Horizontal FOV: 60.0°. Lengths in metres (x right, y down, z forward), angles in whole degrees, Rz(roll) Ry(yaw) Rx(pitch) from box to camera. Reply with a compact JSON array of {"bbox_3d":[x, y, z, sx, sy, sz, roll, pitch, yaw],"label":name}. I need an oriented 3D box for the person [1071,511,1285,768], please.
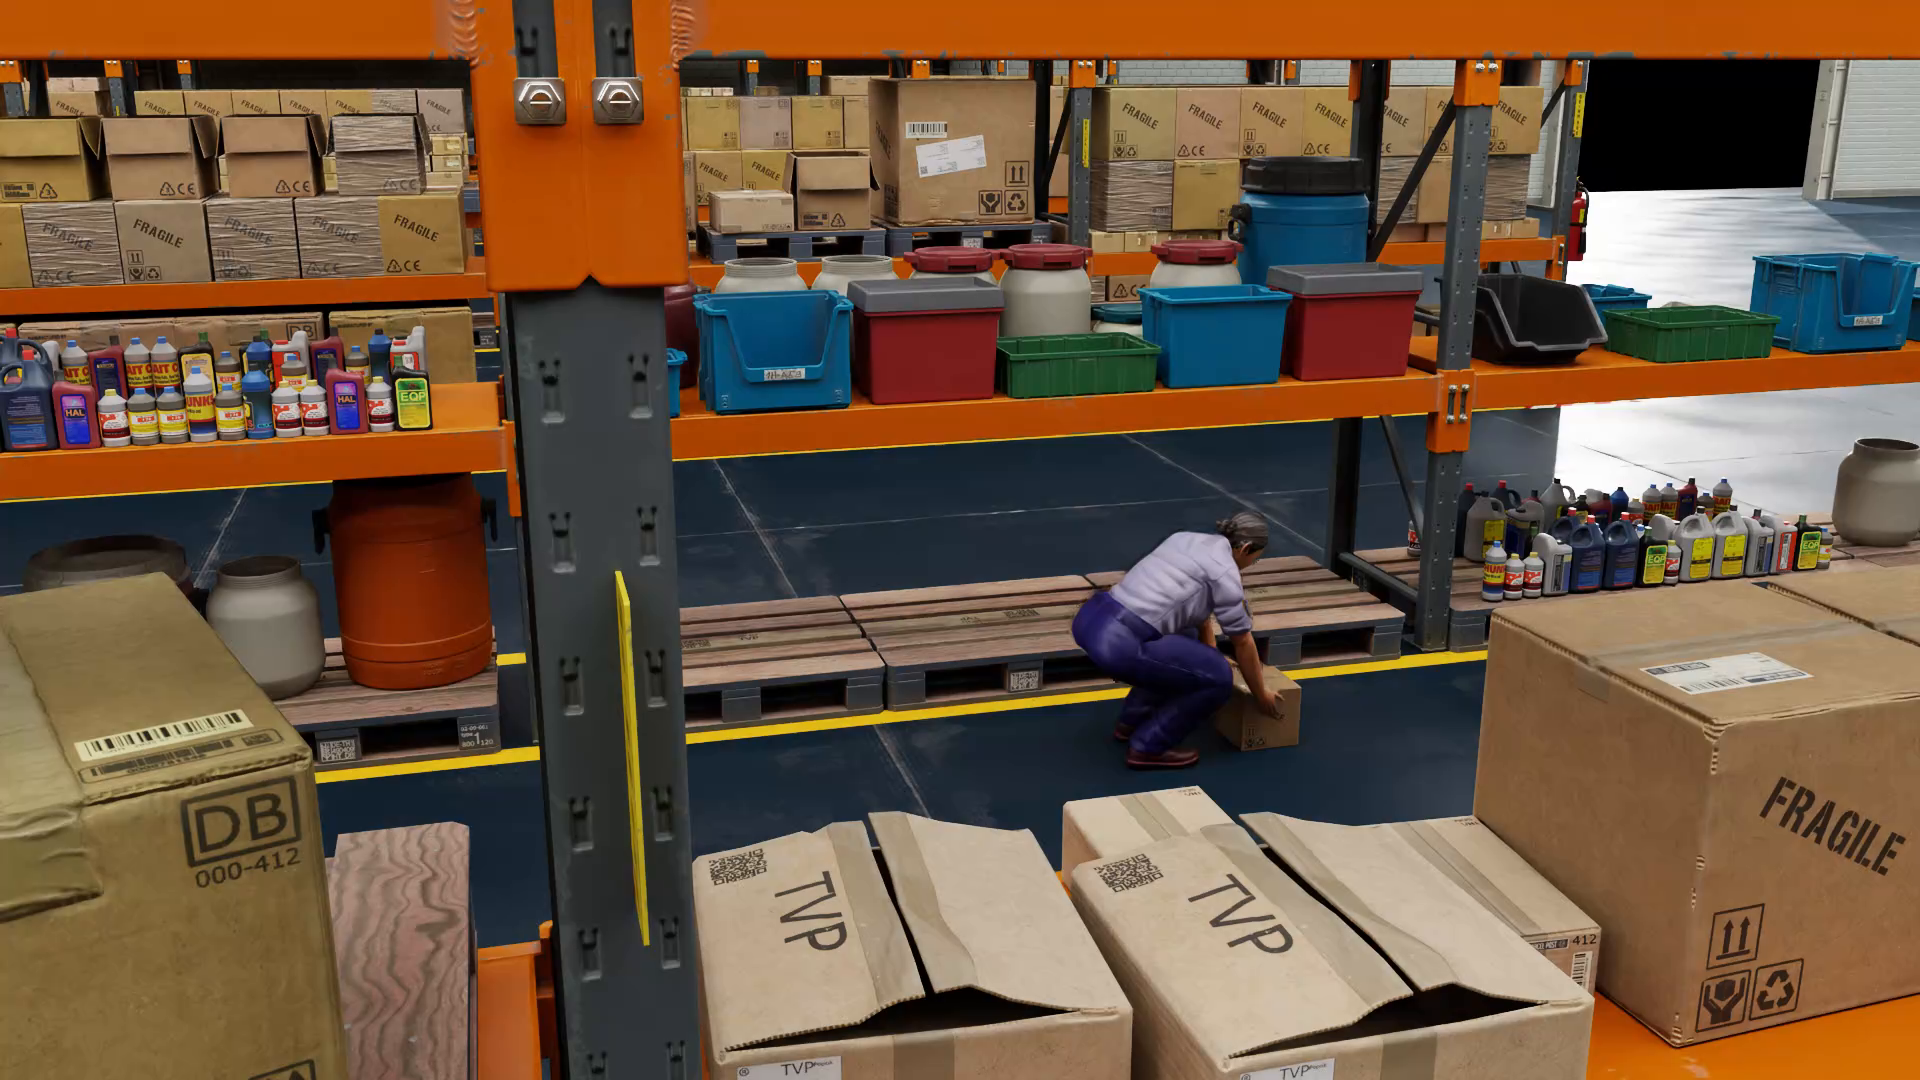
[{"bbox_3d":[0.844,0.378,6.538,0.820,0.940,0.525,-5,17,-15],"label":"person"}]
